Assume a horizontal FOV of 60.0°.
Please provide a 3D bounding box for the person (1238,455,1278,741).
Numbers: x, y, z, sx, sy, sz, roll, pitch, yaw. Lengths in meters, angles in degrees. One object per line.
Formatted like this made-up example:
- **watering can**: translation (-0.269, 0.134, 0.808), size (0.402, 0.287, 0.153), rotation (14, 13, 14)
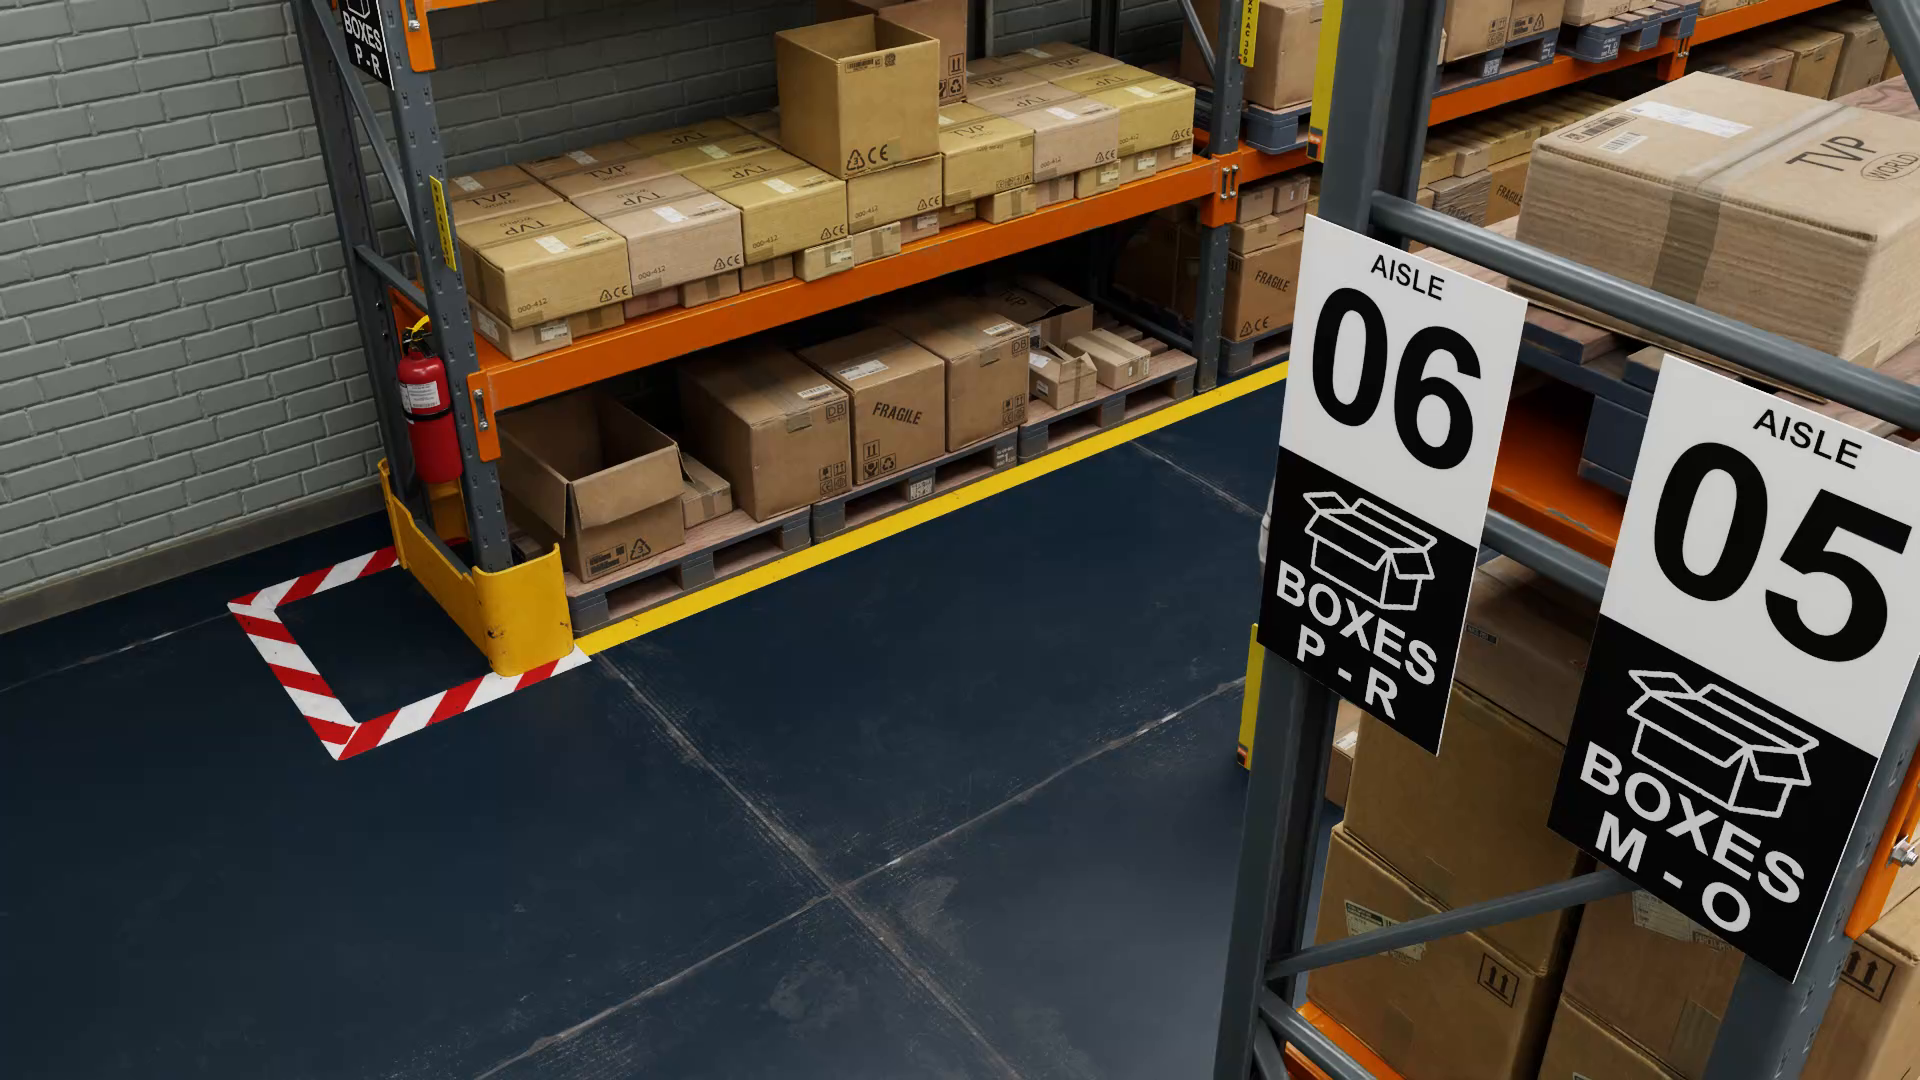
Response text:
- **person**: translation (1.285, 0.112, 5.963), size (0.515, 1.657, 0.417), rotation (-23, 39, -32)
